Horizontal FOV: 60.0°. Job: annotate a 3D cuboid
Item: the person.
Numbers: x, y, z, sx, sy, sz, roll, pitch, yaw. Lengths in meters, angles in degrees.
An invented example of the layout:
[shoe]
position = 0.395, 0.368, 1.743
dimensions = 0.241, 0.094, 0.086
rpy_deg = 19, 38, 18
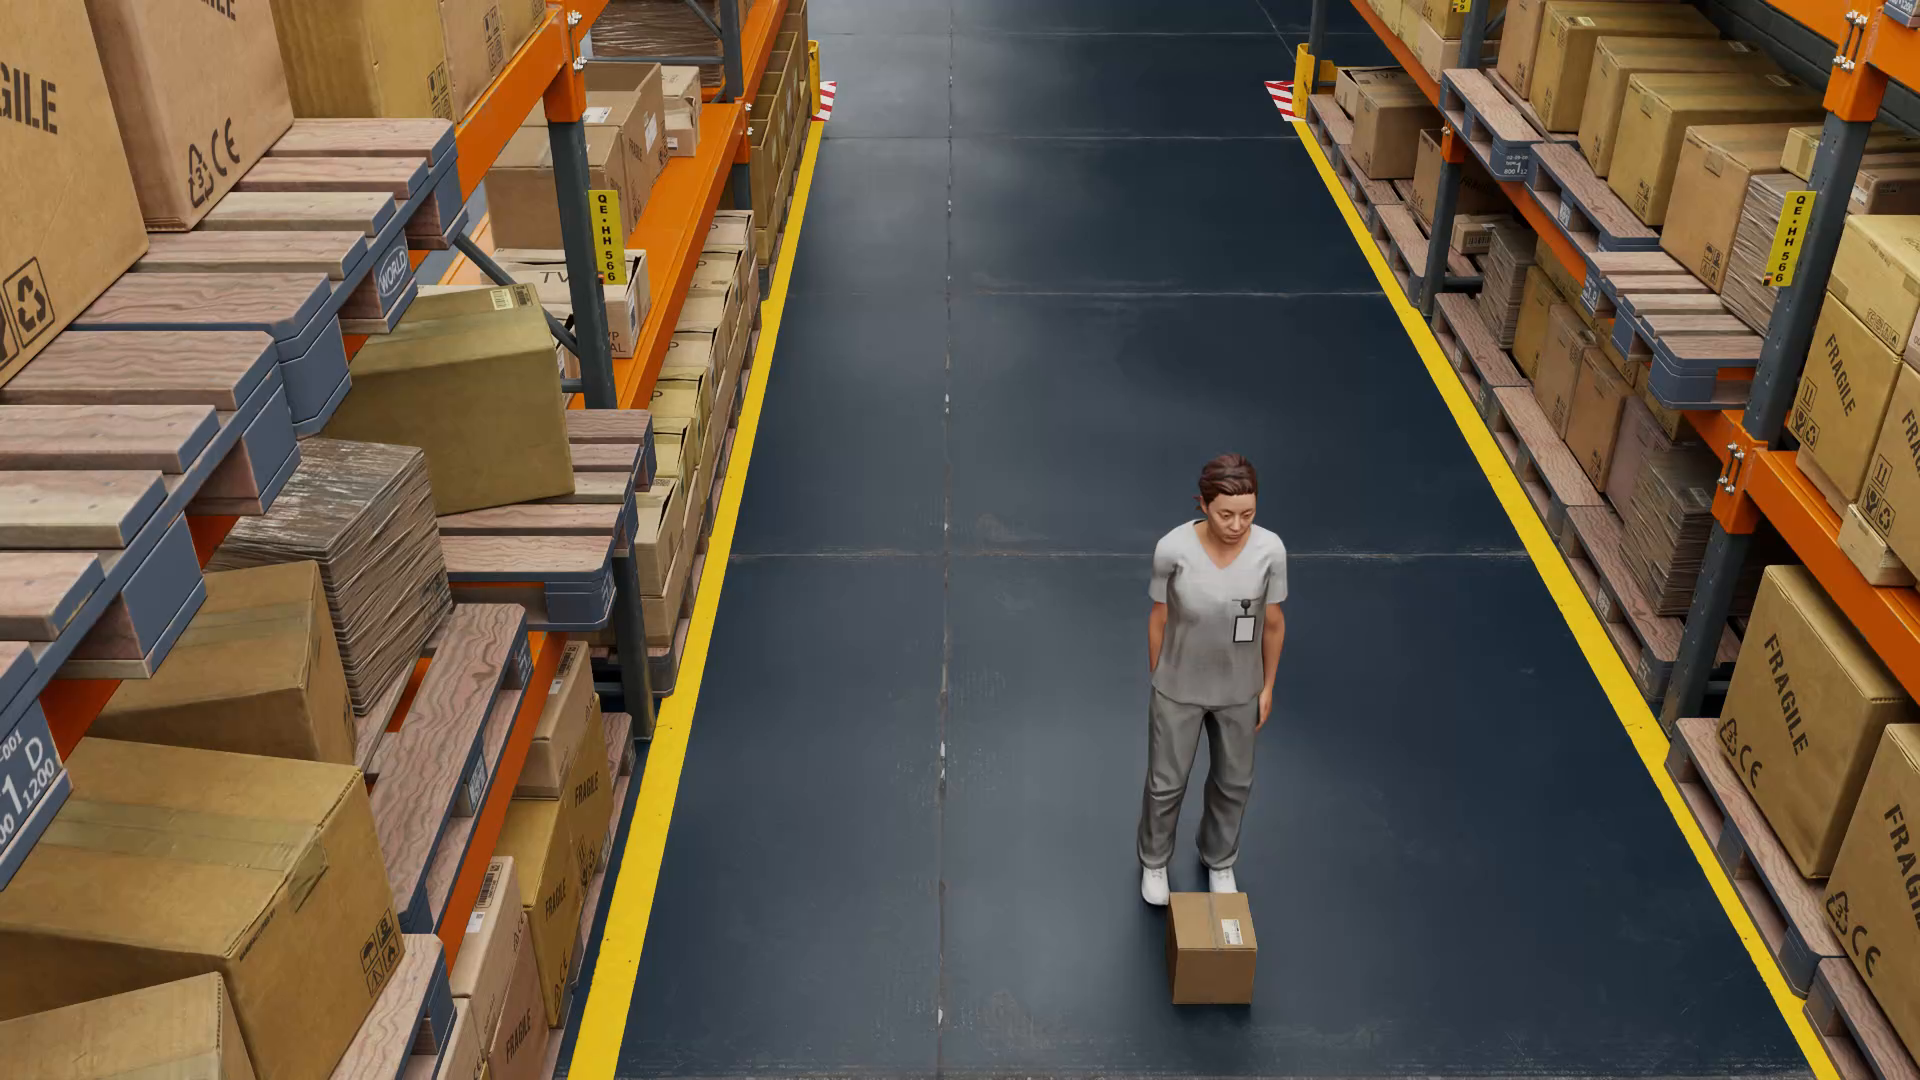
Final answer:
[person]
position = 0.810, 0.467, 5.393
dimensions = 0.439, 1.681, 0.363
rpy_deg = 0, 32, 1
